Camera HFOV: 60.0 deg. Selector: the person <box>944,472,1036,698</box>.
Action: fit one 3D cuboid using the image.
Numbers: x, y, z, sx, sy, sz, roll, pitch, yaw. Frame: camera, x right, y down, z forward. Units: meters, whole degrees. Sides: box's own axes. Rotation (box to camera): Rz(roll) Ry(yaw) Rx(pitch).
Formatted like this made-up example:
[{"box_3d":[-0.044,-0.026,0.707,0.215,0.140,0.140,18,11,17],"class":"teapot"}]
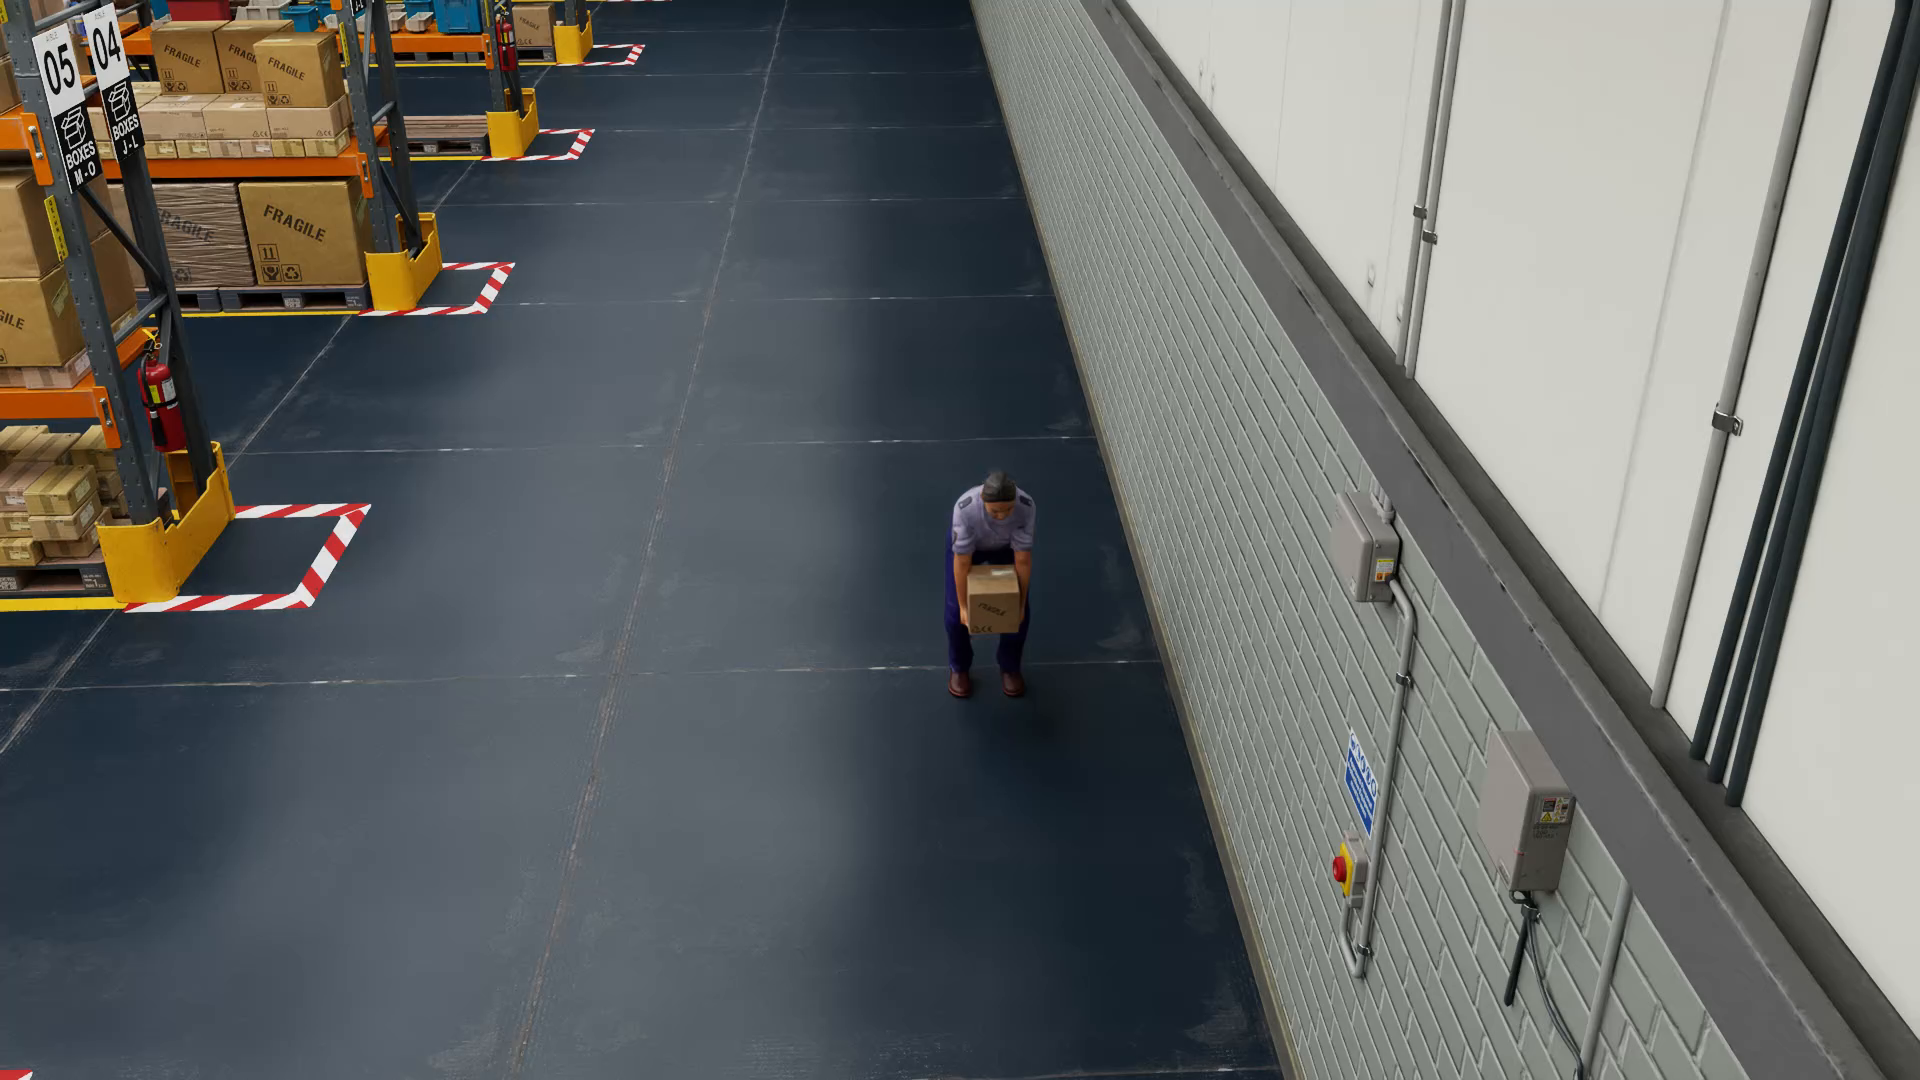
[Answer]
[{"box_3d":[0.149,0.209,8.475,0.453,1.436,0.689,-2,28,-4],"class":"person"}]
